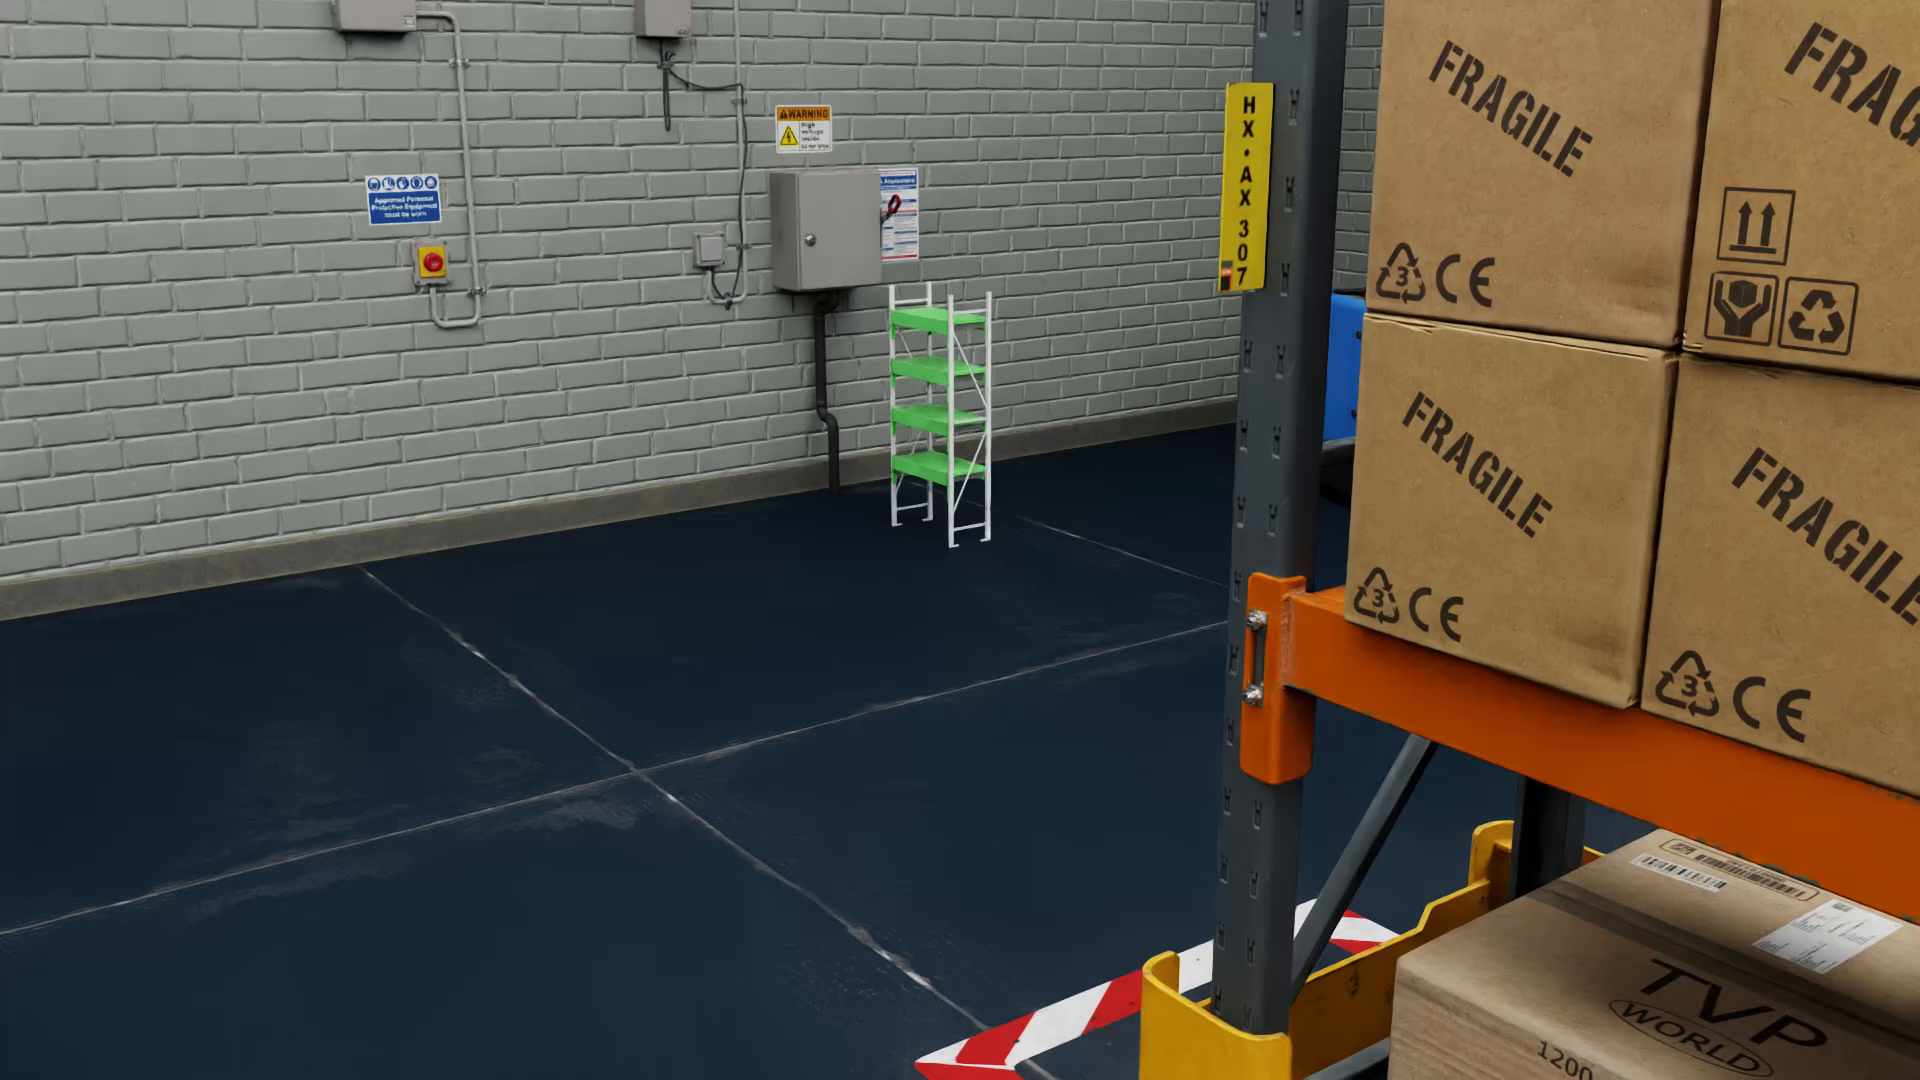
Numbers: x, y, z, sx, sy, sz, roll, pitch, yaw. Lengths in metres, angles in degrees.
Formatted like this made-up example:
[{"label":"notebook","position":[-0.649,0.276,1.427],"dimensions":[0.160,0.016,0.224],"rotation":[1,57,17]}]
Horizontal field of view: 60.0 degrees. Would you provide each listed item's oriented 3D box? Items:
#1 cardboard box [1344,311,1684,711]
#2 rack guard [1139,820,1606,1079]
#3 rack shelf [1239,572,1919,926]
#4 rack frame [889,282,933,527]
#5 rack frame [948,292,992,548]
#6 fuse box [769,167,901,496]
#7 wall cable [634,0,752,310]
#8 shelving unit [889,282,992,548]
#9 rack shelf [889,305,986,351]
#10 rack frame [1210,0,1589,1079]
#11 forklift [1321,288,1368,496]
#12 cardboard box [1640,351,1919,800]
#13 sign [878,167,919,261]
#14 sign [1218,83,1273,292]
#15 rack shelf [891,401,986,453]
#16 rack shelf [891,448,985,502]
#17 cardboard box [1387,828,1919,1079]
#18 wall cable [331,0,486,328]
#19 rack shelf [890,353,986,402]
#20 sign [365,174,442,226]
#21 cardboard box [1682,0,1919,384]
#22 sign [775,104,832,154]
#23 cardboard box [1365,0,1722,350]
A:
[{"label":"cardboard box","position":[0.961,-0.095,2.553],"dimensions":[0.500,0.500,0.500],"rotation":[-11,19,-35]},{"label":"rack guard","position":[0.897,1.006,3.452],"dimensions":[1.175,0.500,0.348],"rotation":[-11,19,-35]},{"label":"rack shelf","position":[2.087,0.580,1.638],"dimensions":[1.077,0.370,4.000],"rotation":[-11,19,-35]},{"label":"rack frame","position":[-0.241,-0.666,8.237],"dimensions":[0.240,1.200,0.015],"rotation":[-11,19,-35]},{"label":"rack frame","position":[0.046,-0.562,7.856],"dimensions":[0.240,1.200,0.015],"rotation":[-11,19,-35]},{"label":"fuse box","position":[-0.639,-1.068,8.737],"dimensions":[0.539,1.711,0.414],"rotation":[-11,19,-35]},{"label":"wall cable","position":[-1.283,-2.107,8.169],"dimensions":[0.588,1.984,0.122],"rotation":[-11,19,-35]},{"label":"shelving unit","position":[-0.097,-0.614,8.047],"dimensions":[0.258,1.200,0.503],"rotation":[-11,19,-35]},{"label":"rack shelf","position":[-0.097,-1.015,7.937],"dimensions":[0.258,0.148,0.480],"rotation":[-11,19,-35]},{"label":"rack frame","position":[0.911,-0.194,3.103],"dimensions":[1.000,3.000,0.127],"rotation":[-11,19,-35]},{"label":"forklift","position":[3.434,-1.725,8.826],"dimensions":[3.031,2.935,1.130],"rotation":[-5,16,-18]},{"label":"cardboard box","position":[1.281,0.008,2.174],"dimensions":[0.500,0.500,0.500],"rotation":[-11,19,-35]},{"label":"sign","position":[-0.361,-1.765,9.021],"dimensions":[0.329,0.494,0.001],"rotation":[-11,19,-35]},{"label":"sign","position":[0.458,-0.565,2.669],"dimensions":[0.100,0.325,0.005],"rotation":[-11,19,-35]},{"label":"rack shelf","position":[-0.097,-0.552,8.064],"dimensions":[0.258,0.148,0.480],"rotation":[-11,19,-35]},{"label":"rack shelf","position":[-0.097,-0.321,8.127],"dimensions":[0.258,0.148,0.480],"rotation":[-11,19,-35]},{"label":"cardboard box","position":[1.380,0.964,2.928],"dimensions":[0.875,0.438,0.875],"rotation":[-12,19,-36]},{"label":"wall cable","position":[-2.424,-1.900,7.351],"dimensions":[0.585,1.953,0.123],"rotation":[-11,19,-35]},{"label":"rack shelf","position":[-0.097,-0.784,8.000],"dimensions":[0.258,0.148,0.480],"rotation":[-11,19,-35]},{"label":"sign","position":[-2.499,-1.531,7.474],"dimensions":[0.327,0.218,0.001],"rotation":[-11,19,-35]},{"label":"cardboard box","position":[1.272,-0.469,2.023],"dimensions":[0.500,0.500,0.500],"rotation":[-11,19,-36]},{"label":"sign","position":[-0.805,-2.123,8.588],"dimensions":[0.339,0.242,0.001],"rotation":[-11,19,-35]},{"label":"cardboard box","position":[0.963,-0.578,2.422],"dimensions":[0.500,0.500,0.500],"rotation":[-11,19,-36]}]
